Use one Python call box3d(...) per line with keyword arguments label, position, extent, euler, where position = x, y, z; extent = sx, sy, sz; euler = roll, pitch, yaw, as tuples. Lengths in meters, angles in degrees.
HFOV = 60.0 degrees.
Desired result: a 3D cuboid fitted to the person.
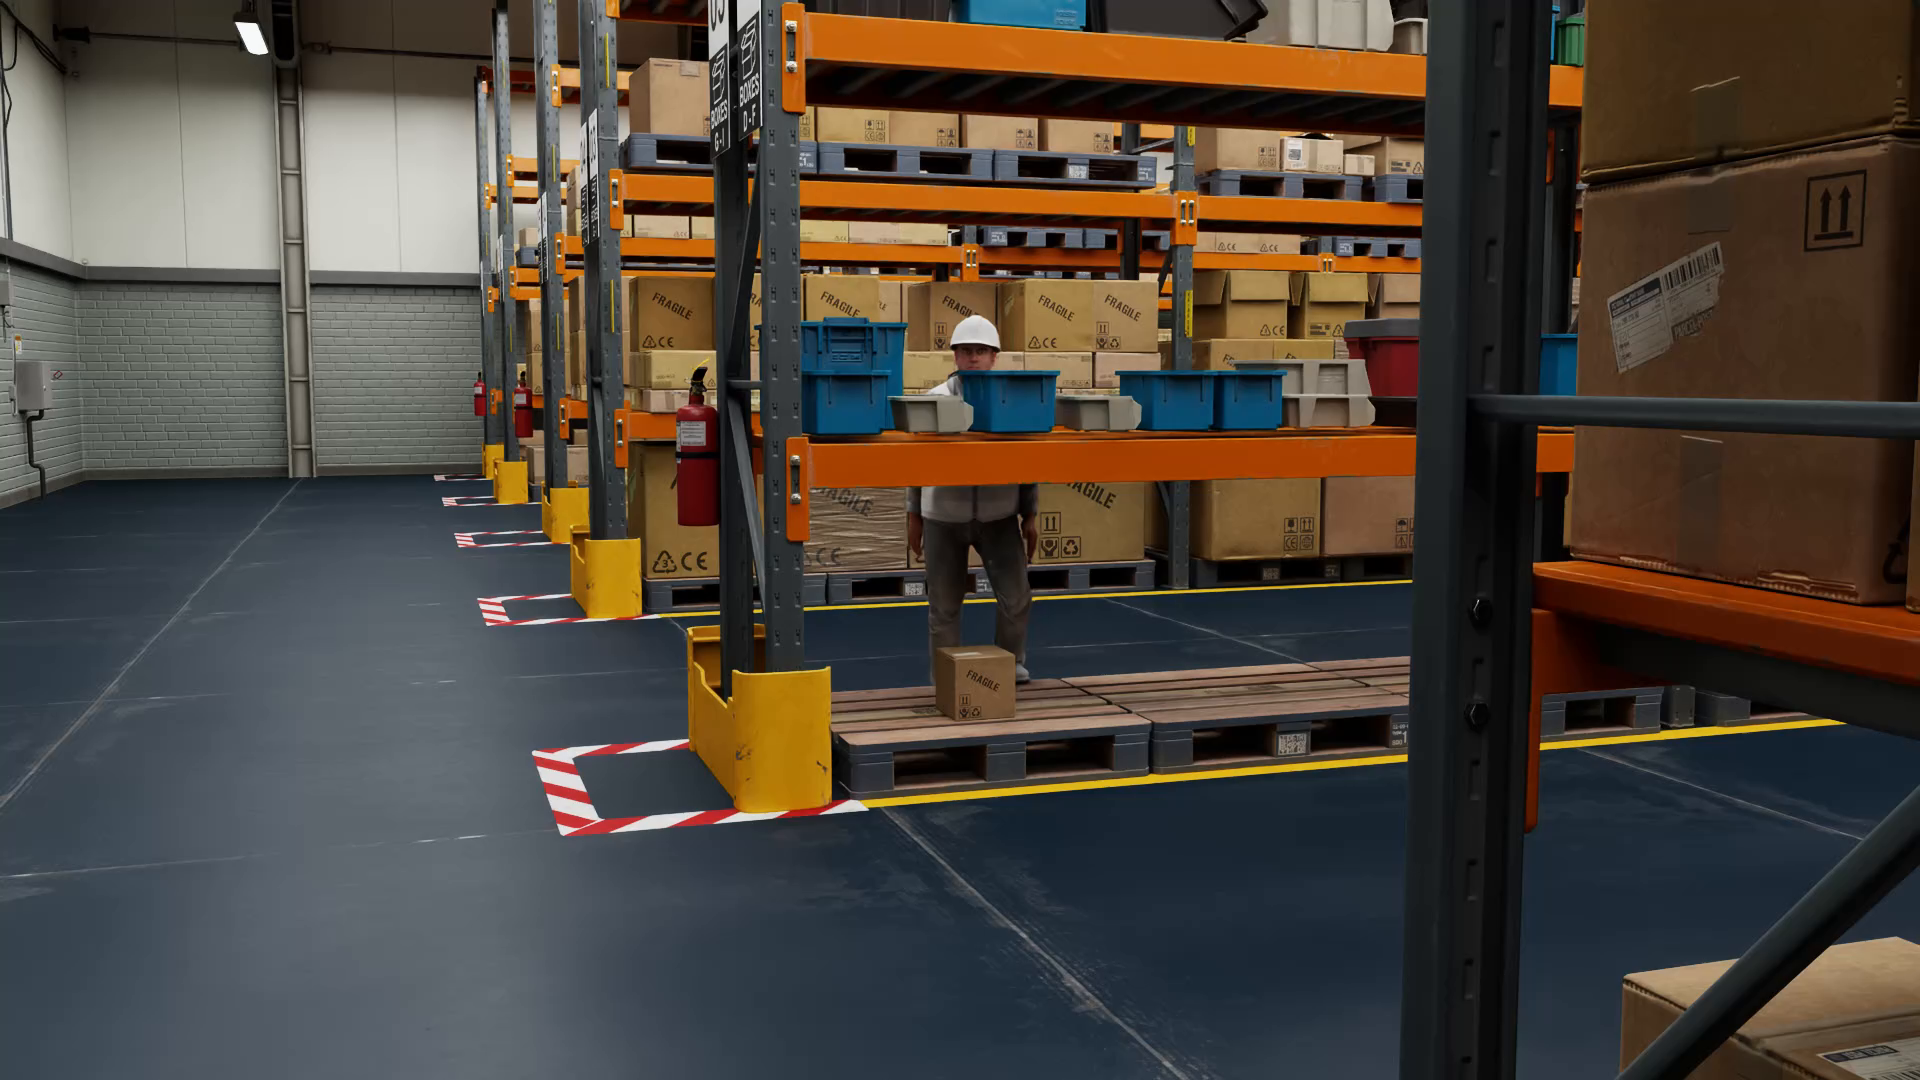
box3d(label="person", position=(0.063, -0.074, 7.219), extent=(0.572, 1.790, 0.486), euler=(-1, 6, -6))
